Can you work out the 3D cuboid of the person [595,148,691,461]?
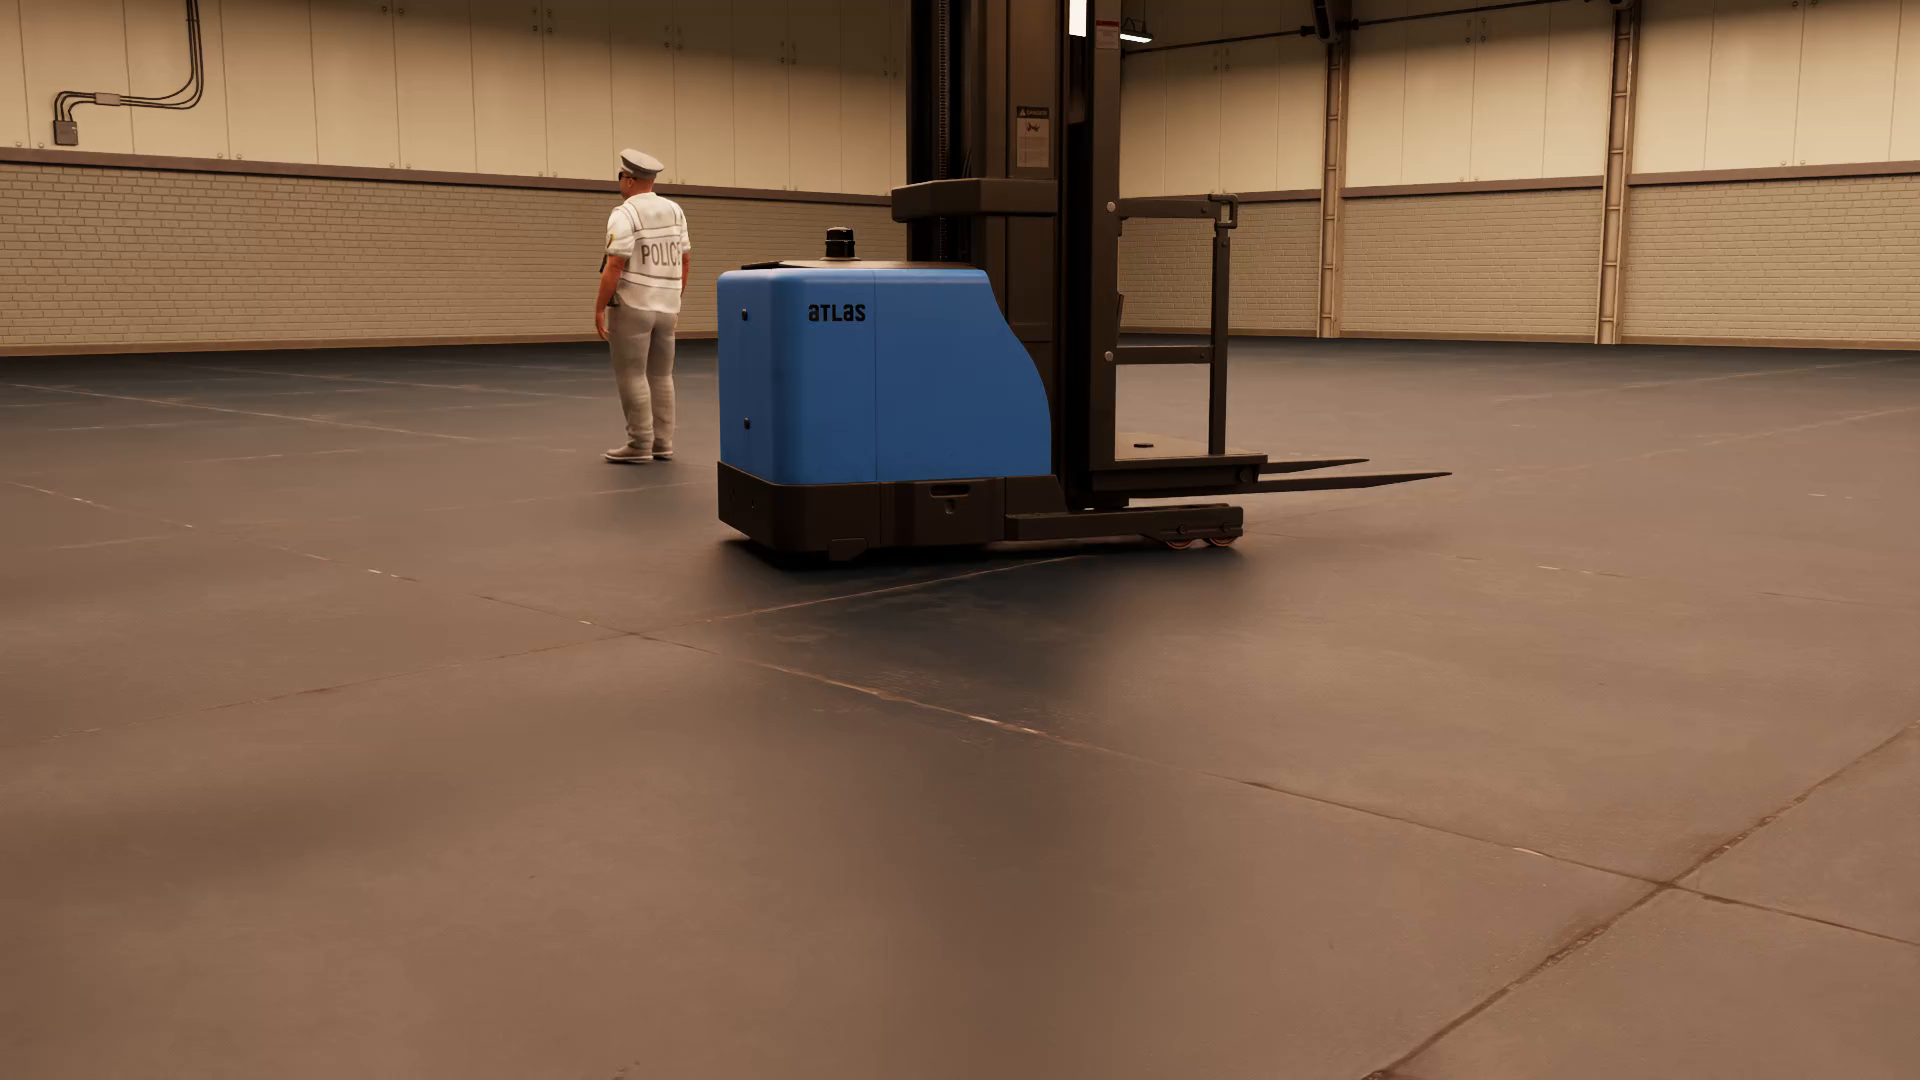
[{"bbox_3d":[-1.889,-1.346,9.624,0.576,1.781,0.640,7,11,37],"label":"person"}]

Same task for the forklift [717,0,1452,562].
[{"bbox_3d":[0.583,-1.483,6.720,3.031,2.935,1.130,-3,9,-21],"label":"forklift"}]
